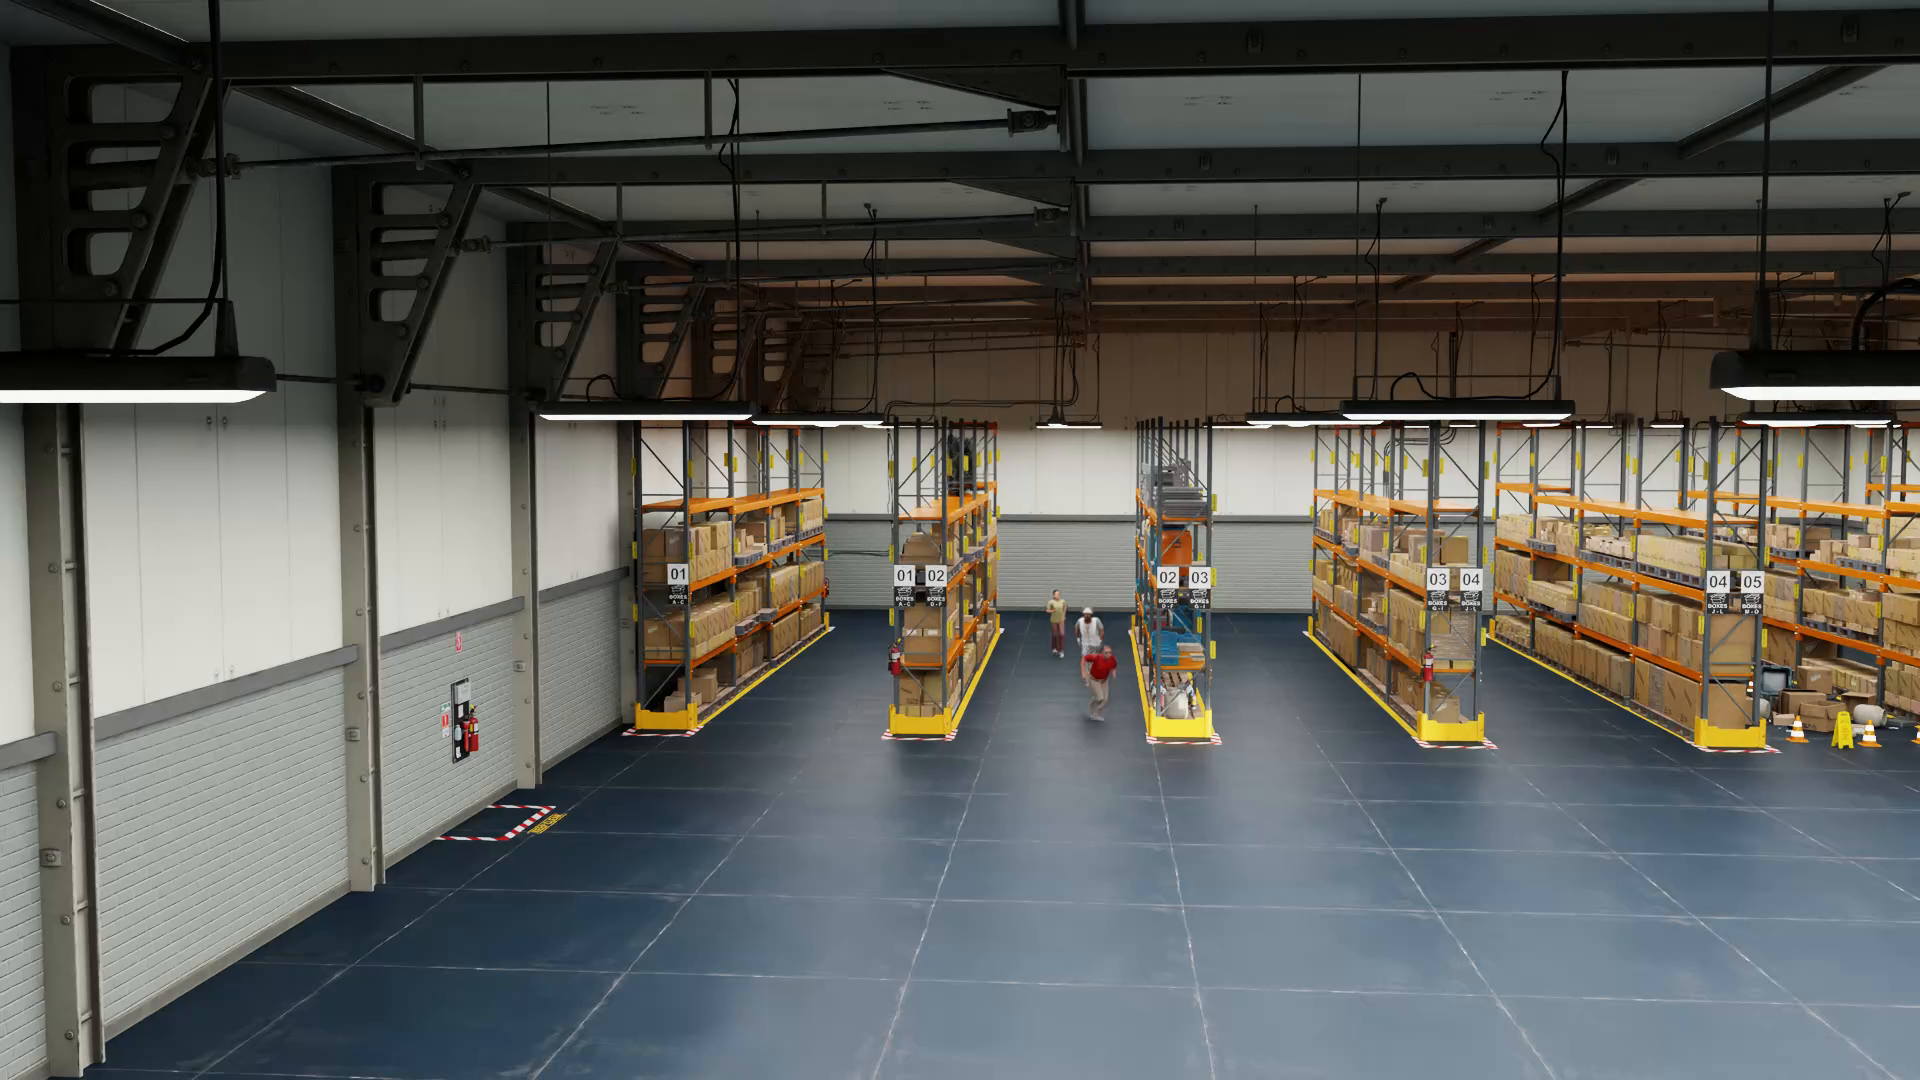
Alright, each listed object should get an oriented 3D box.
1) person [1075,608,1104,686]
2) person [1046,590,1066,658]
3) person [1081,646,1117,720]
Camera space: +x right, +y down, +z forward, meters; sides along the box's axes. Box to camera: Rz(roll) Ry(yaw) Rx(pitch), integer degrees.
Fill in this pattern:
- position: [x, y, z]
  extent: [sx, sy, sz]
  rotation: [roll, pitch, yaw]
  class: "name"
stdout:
- position: [2.947, 2.399, 37.839]
  extent: [0.680, 1.769, 1.006]
  rotation: [1, 4, 8]
  class: "person"
- position: [2.465, 2.115, 42.365]
  extent: [0.567, 1.717, 0.776]
  rotation: [0, 4, -7]
  class: "person"
- position: [2.732, 2.816, 32.678]
  extent: [0.695, 1.547, 0.881]
  rotation: [-2, 4, -22]
  class: "person"
